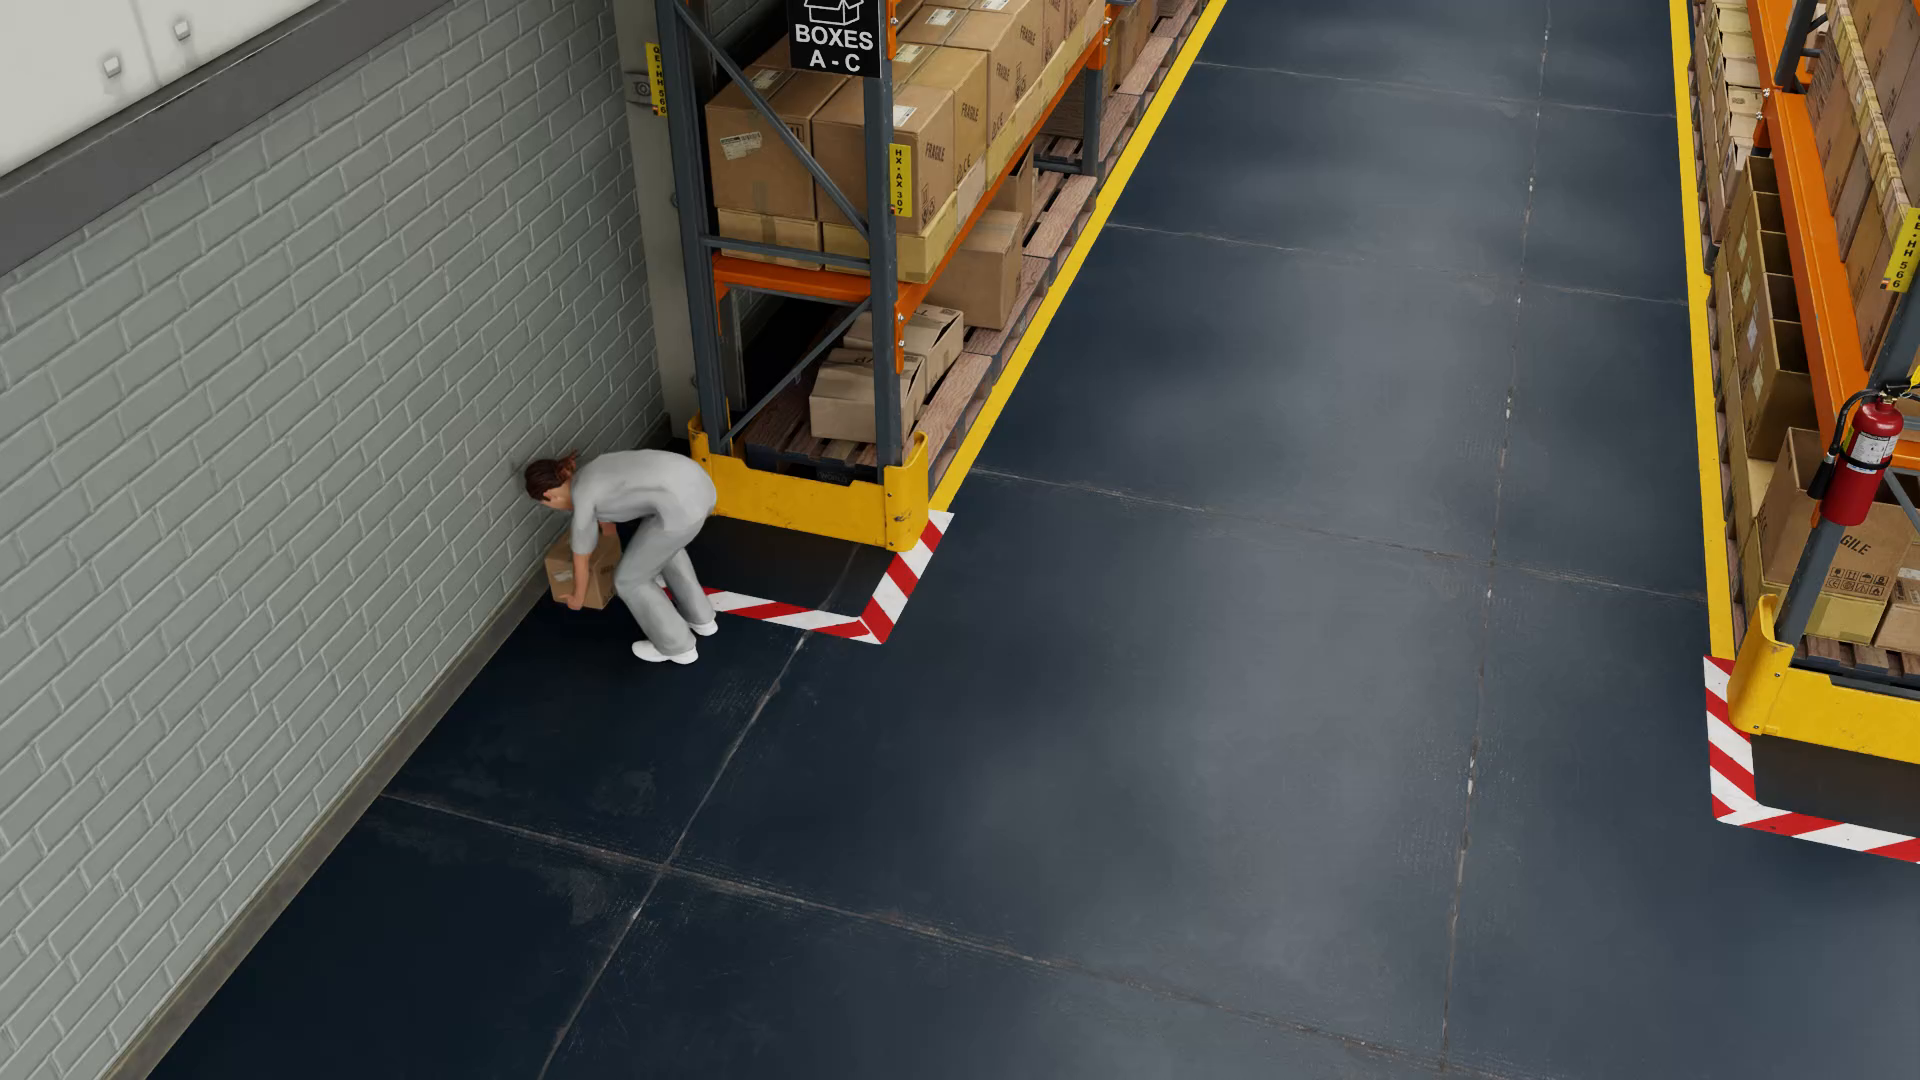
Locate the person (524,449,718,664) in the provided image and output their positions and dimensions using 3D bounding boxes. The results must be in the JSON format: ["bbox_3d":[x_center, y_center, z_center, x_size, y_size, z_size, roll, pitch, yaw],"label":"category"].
[{"bbox_3d":[-1.486,0.038,7.402,0.866,0.998,0.446,9,38,12],"label":"person"}]
